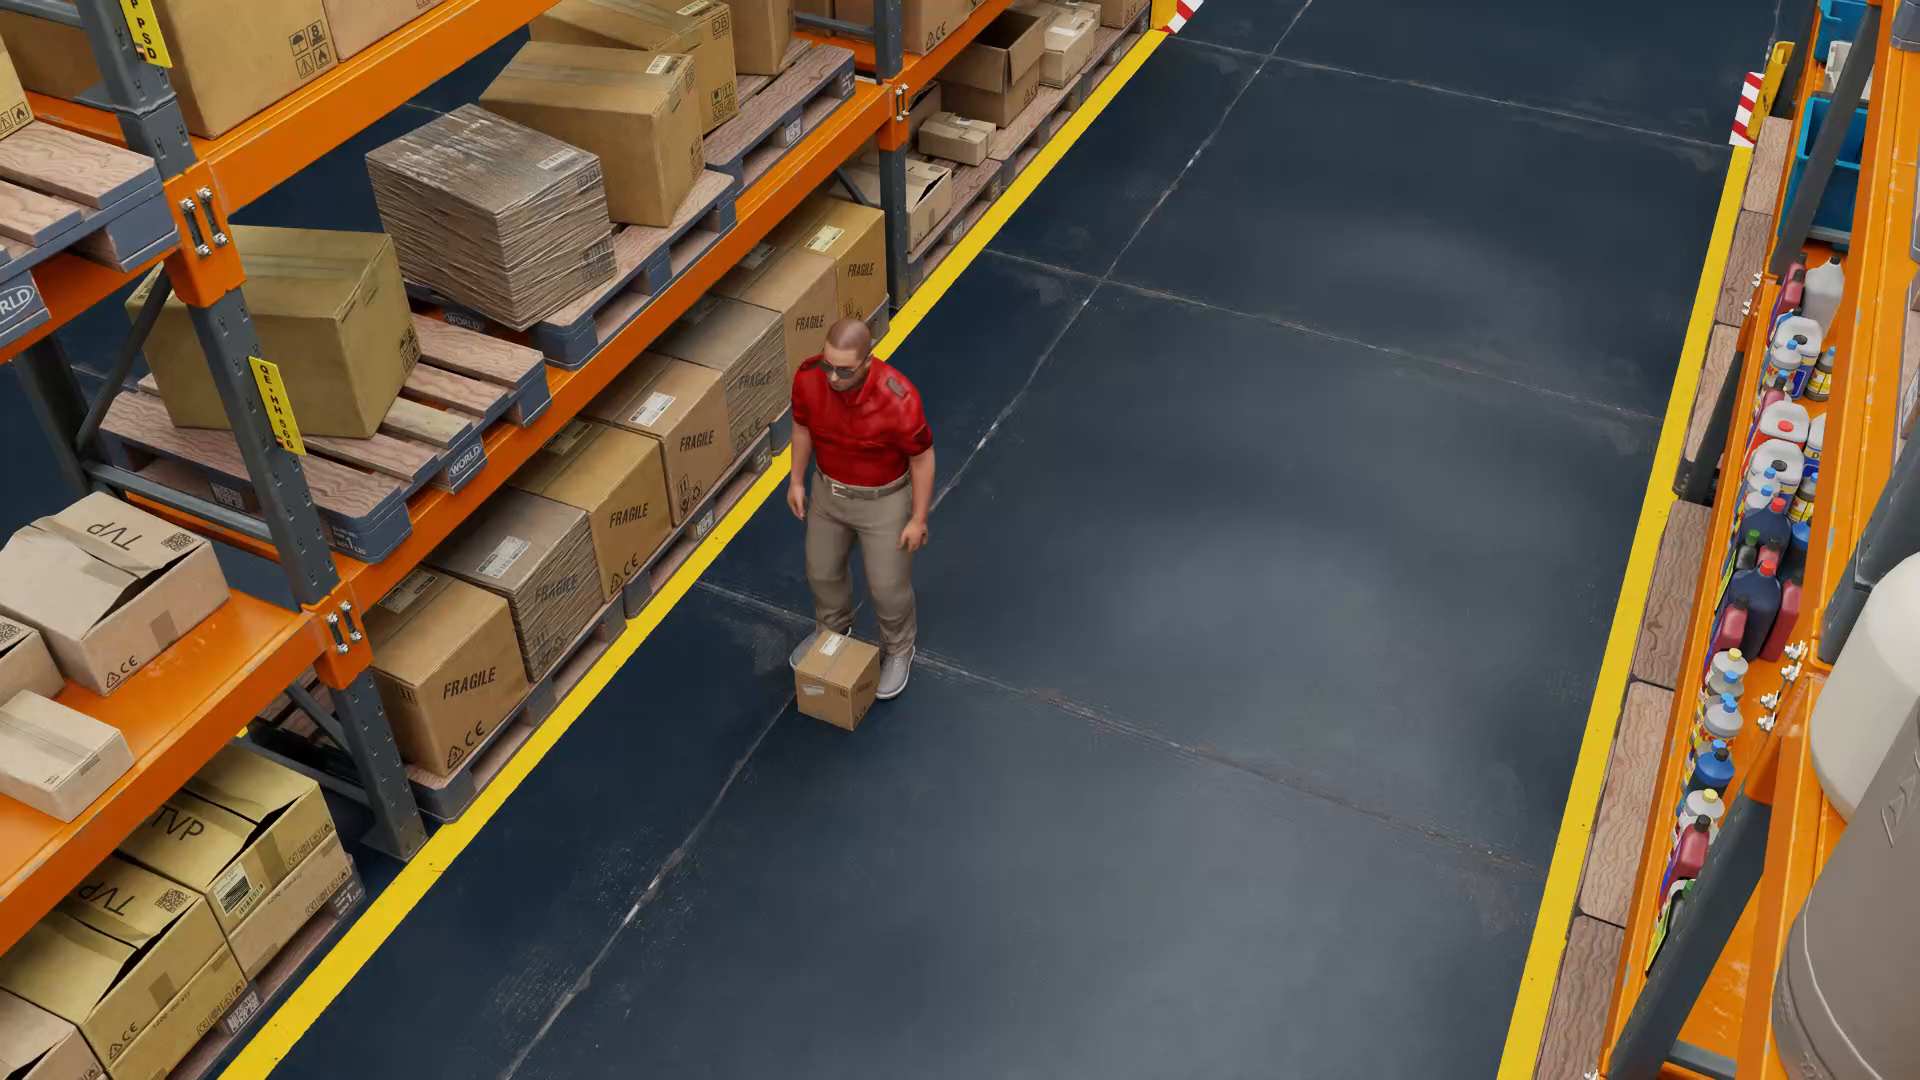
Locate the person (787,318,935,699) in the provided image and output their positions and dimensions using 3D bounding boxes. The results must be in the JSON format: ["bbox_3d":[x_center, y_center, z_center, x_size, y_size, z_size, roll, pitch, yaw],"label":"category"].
[{"bbox_3d":[-0.381,-0.146,6.333,0.590,1.726,0.388,17,45,18],"label":"person"}]
